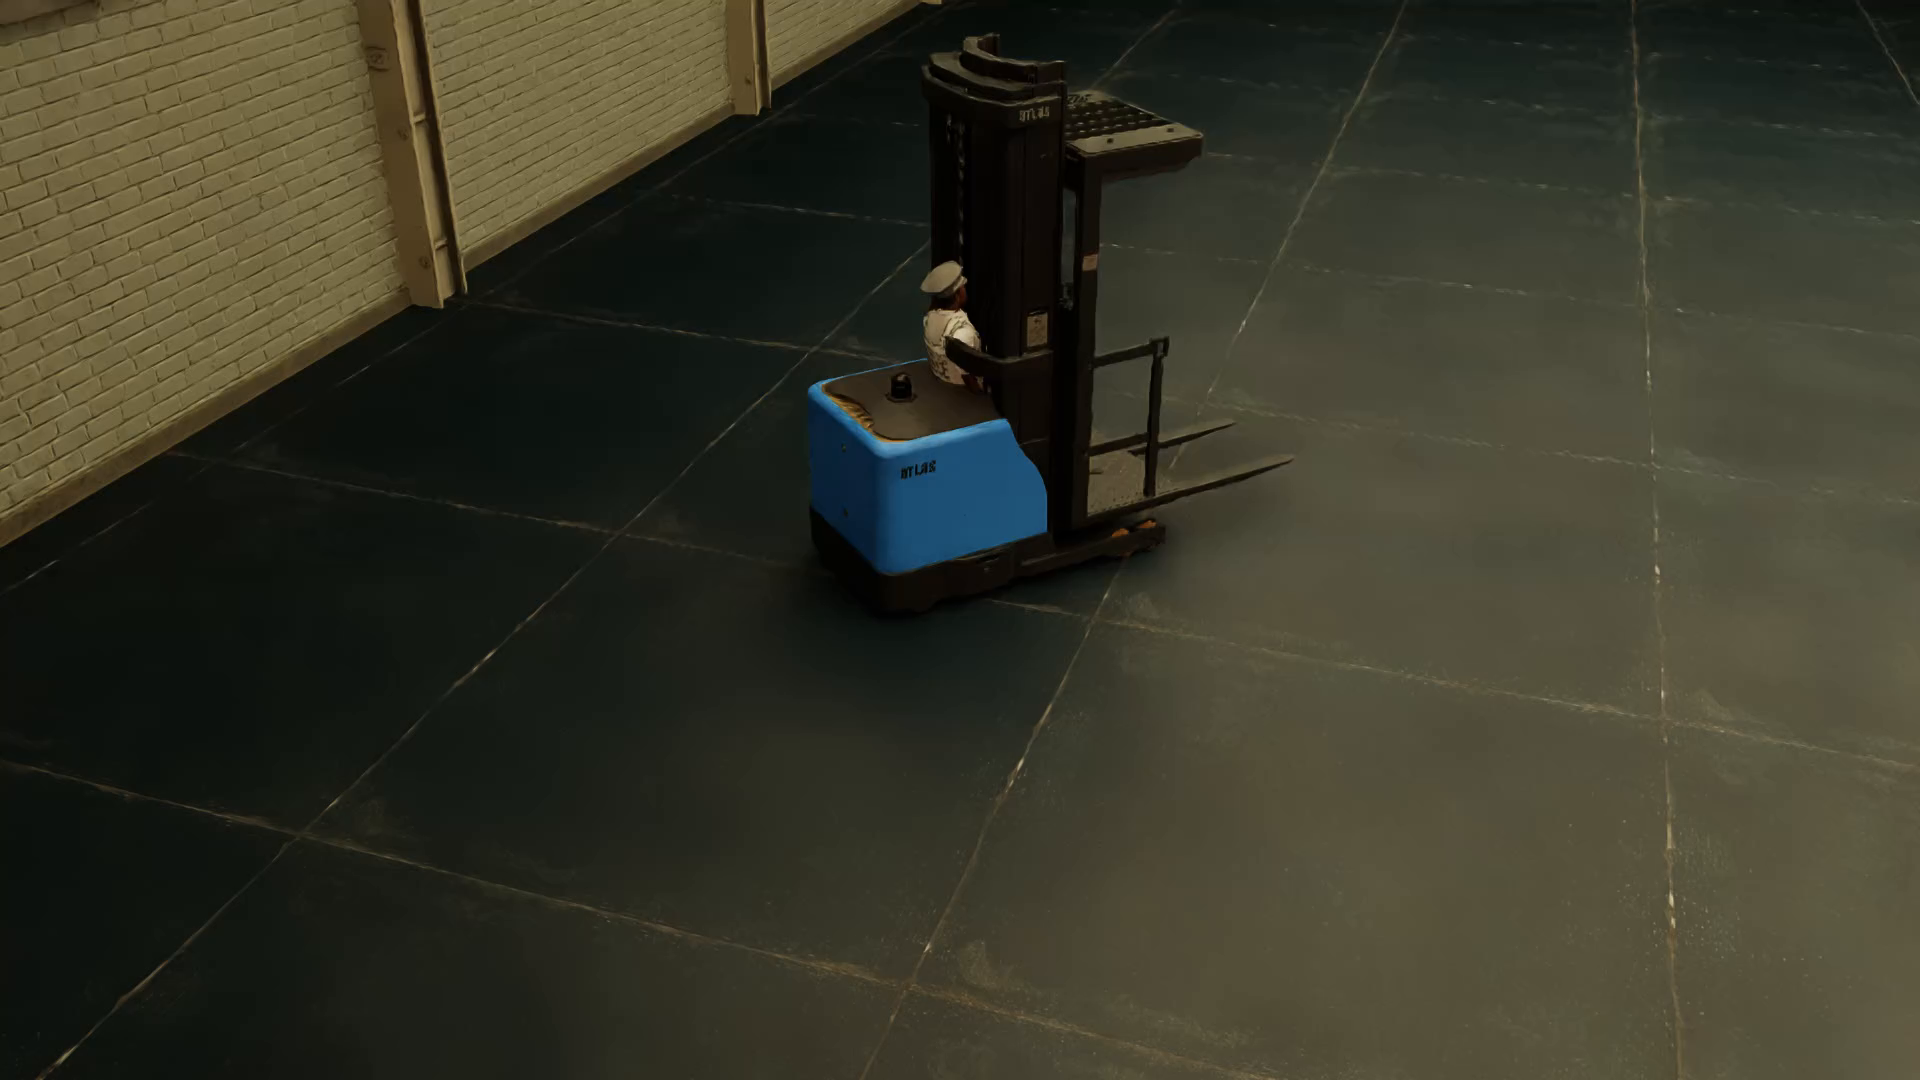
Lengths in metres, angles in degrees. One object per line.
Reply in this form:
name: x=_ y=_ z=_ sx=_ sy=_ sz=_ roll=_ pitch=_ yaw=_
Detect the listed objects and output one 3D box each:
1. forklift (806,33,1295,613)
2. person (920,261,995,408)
forklift: x=0.649 y=-1.383 z=9.562 sx=3.031 sy=2.935 sz=1.130 roll=-15 pitch=33 yaw=-25
person: x=0.094 y=-0.863 z=9.681 sx=0.625 sy=1.608 sz=0.544 roll=-14 pitch=33 yaw=-24
